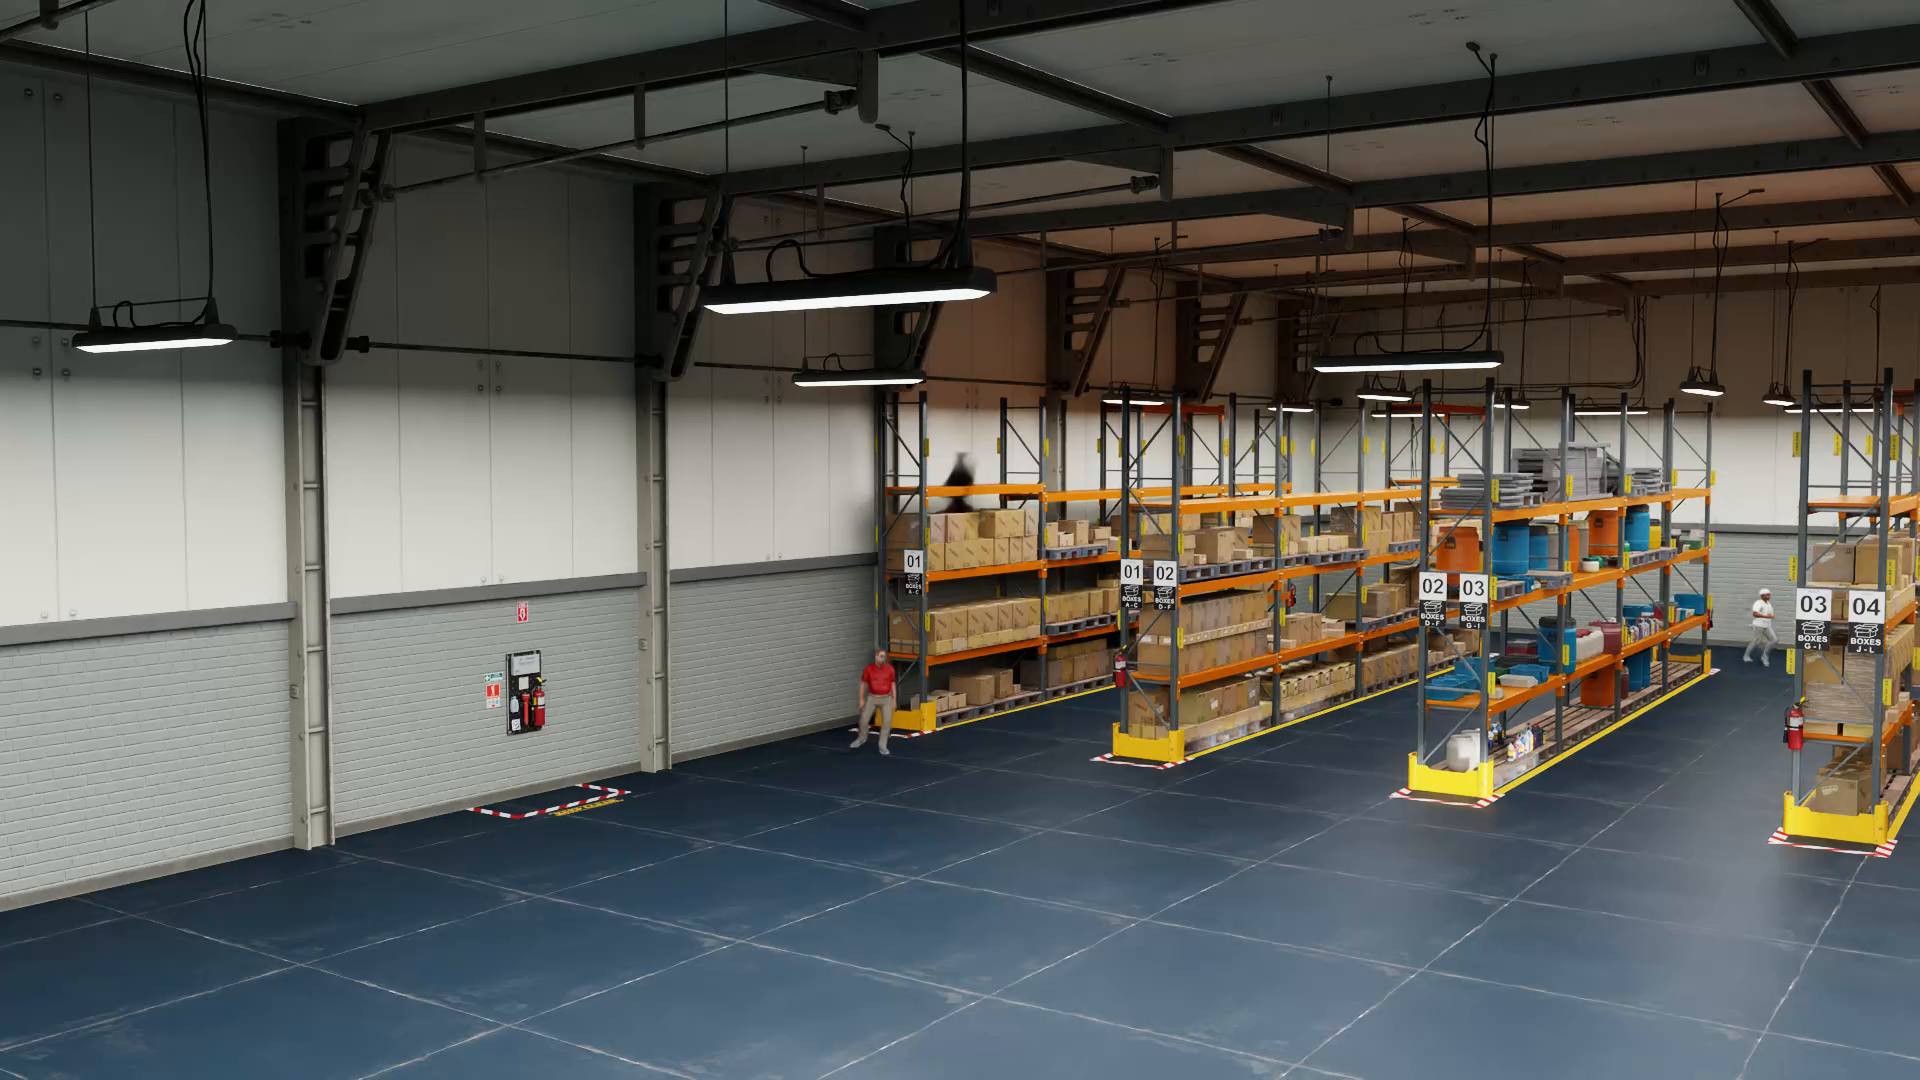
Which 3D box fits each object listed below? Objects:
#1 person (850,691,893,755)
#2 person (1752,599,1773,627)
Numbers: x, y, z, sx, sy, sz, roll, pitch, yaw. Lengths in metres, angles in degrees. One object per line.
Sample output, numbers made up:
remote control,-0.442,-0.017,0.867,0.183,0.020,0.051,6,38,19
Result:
person,-1.459,2.963,27.312,0.697,1.062,0.626,0,3,-6
person,18.471,1.687,38.330,0.717,0.650,0.450,-2,4,-32
